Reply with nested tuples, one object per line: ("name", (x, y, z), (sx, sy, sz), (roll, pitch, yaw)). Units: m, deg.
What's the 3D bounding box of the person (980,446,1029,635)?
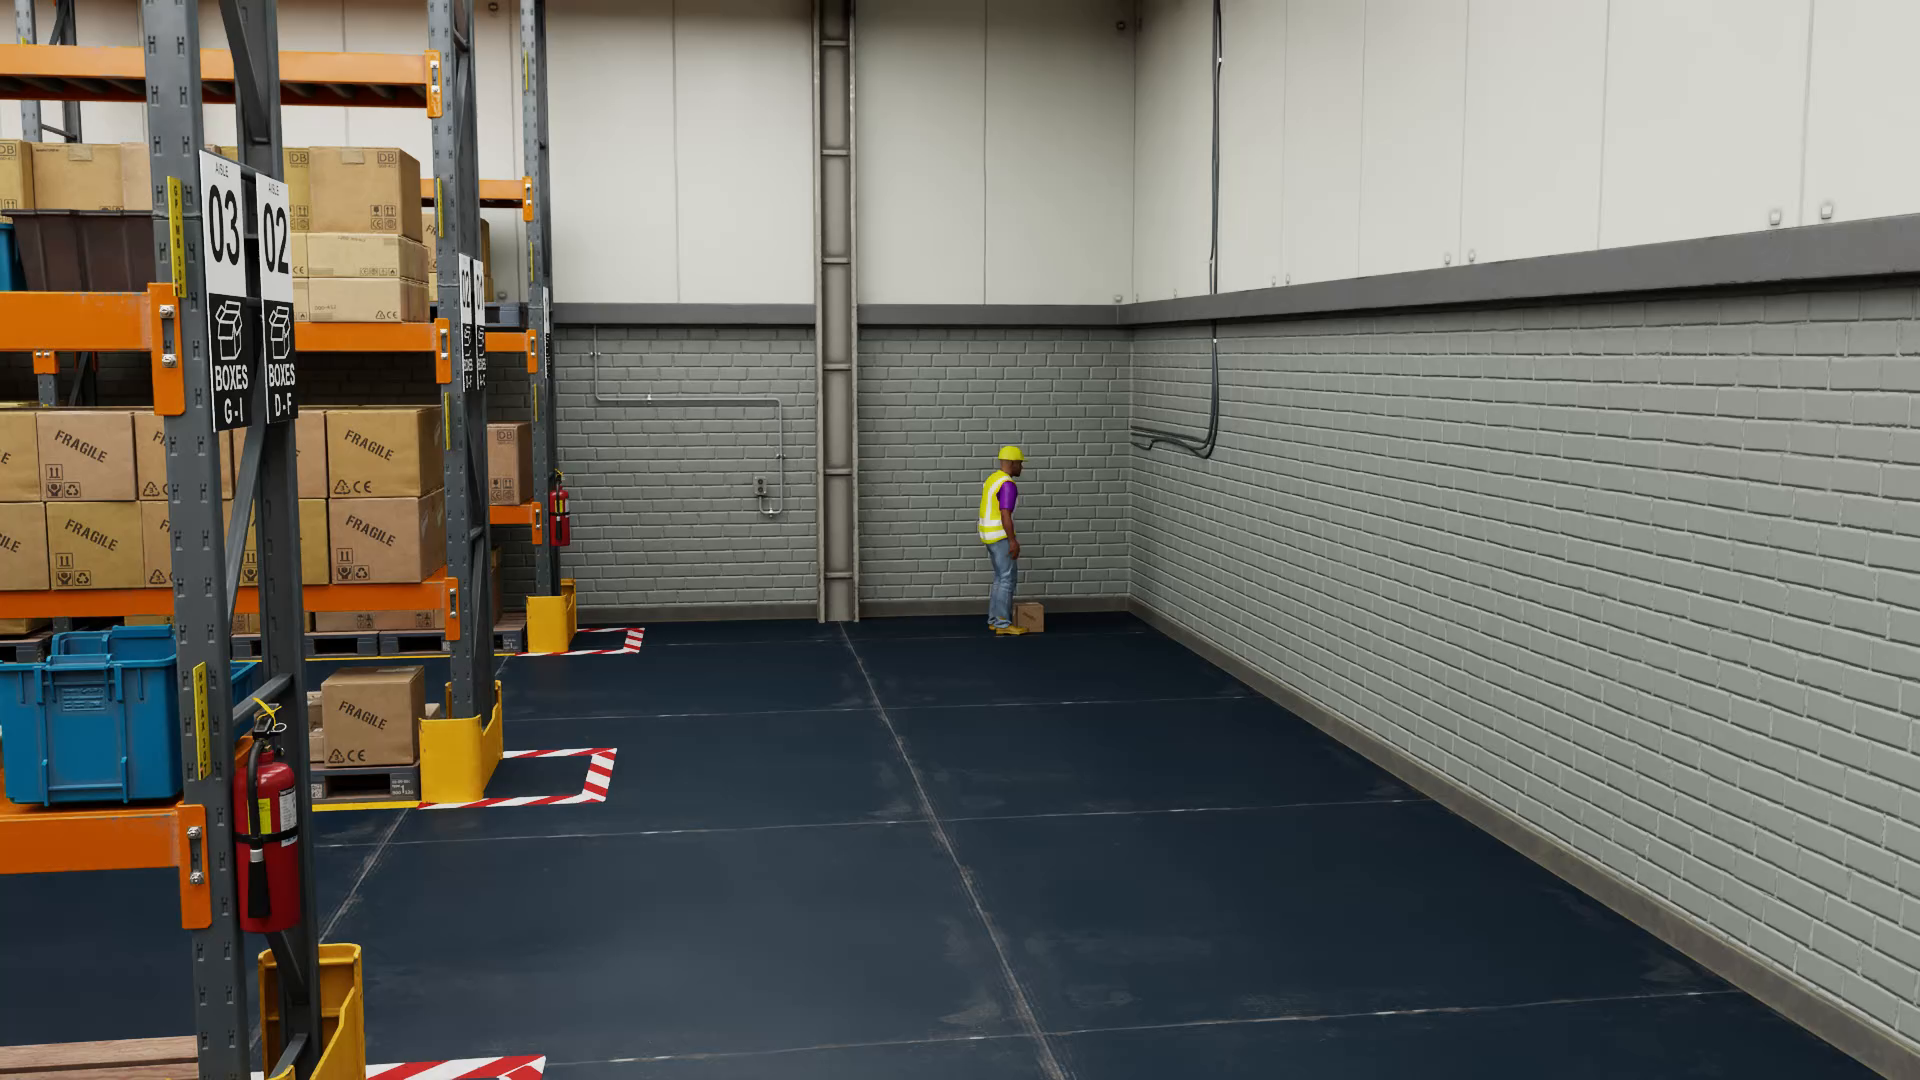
("person", (0.427, -0.009, 15.710), (0.455, 1.761, 0.637), (-1, 7, -11))
